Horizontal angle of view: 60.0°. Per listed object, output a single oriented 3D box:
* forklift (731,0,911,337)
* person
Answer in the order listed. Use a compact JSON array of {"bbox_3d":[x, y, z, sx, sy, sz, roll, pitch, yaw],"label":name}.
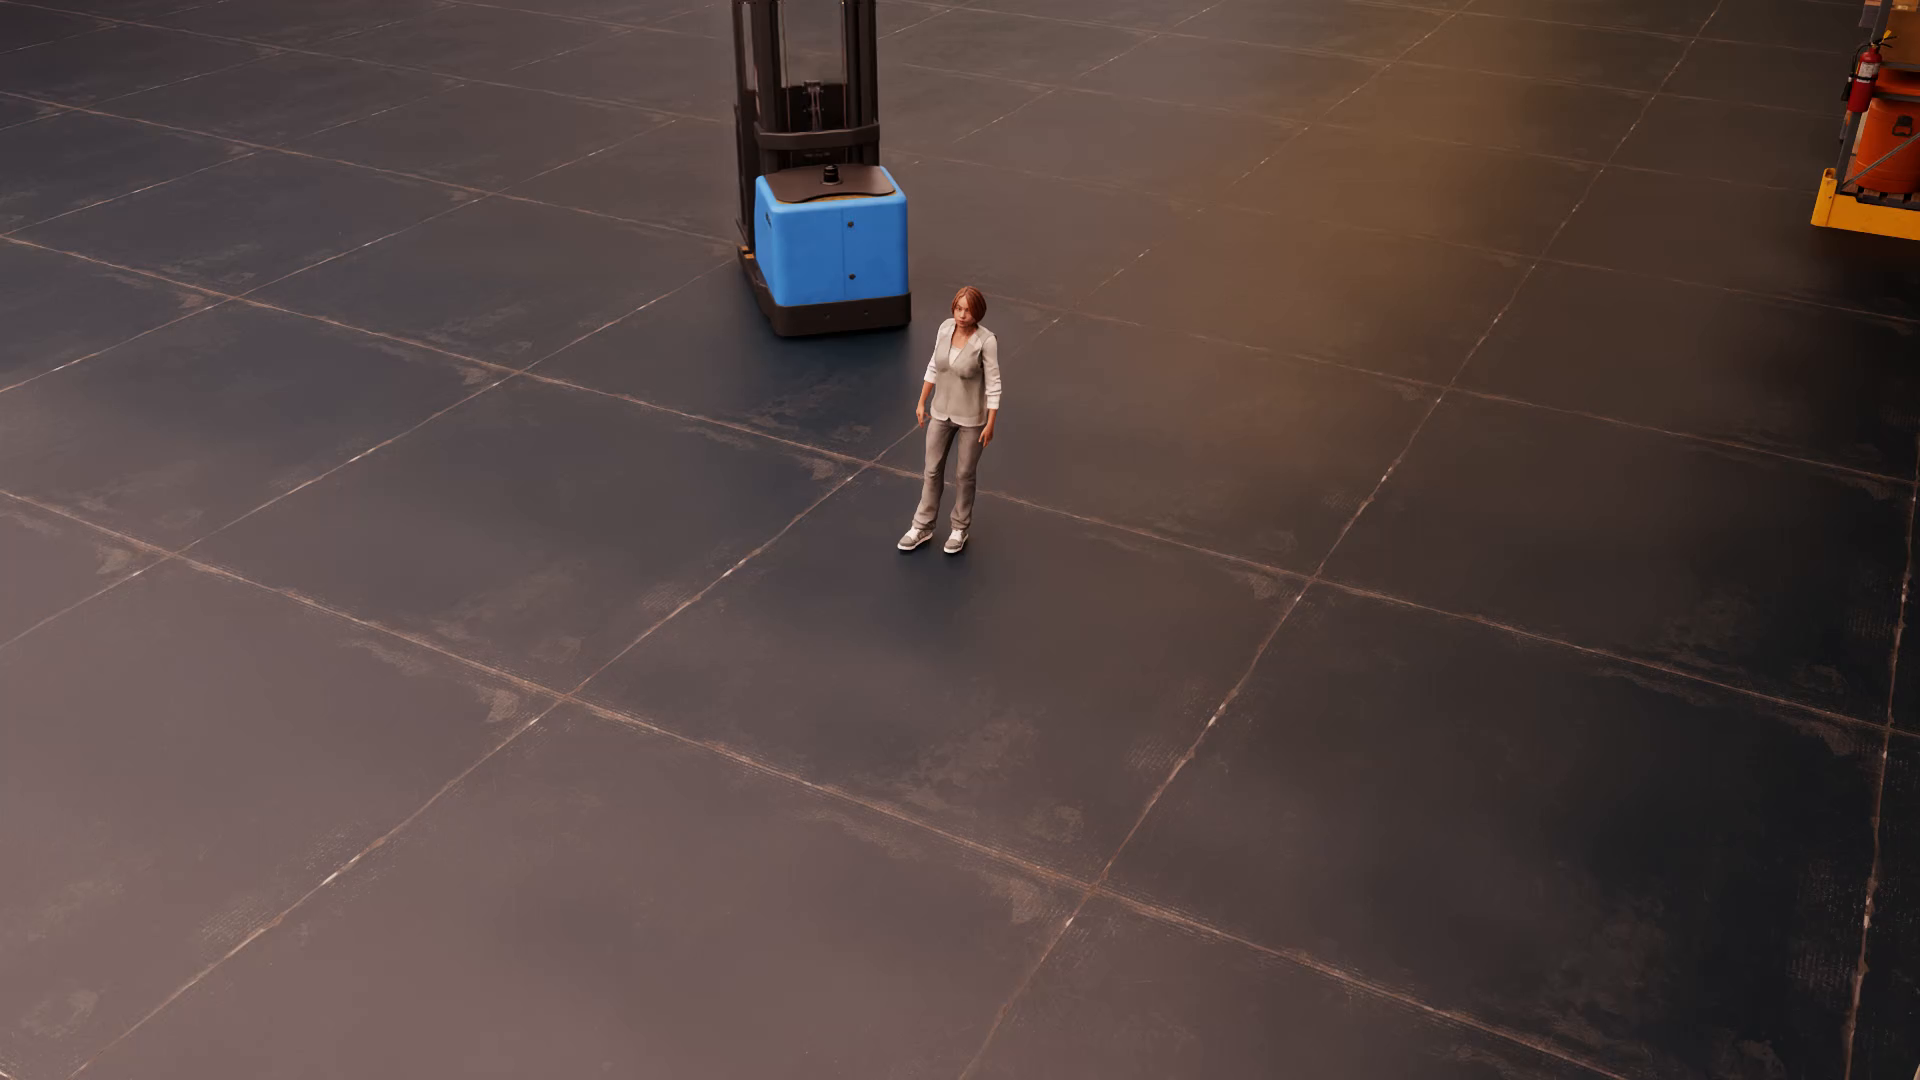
[{"bbox_3d":[-1.246,-3.524,13.176,1.130,2.935,3.031,-8,31,-13],"label":"forklift"},{"bbox_3d":[-0.048,-0.668,9.549,0.521,1.599,0.473,15,33,25],"label":"person"}]
